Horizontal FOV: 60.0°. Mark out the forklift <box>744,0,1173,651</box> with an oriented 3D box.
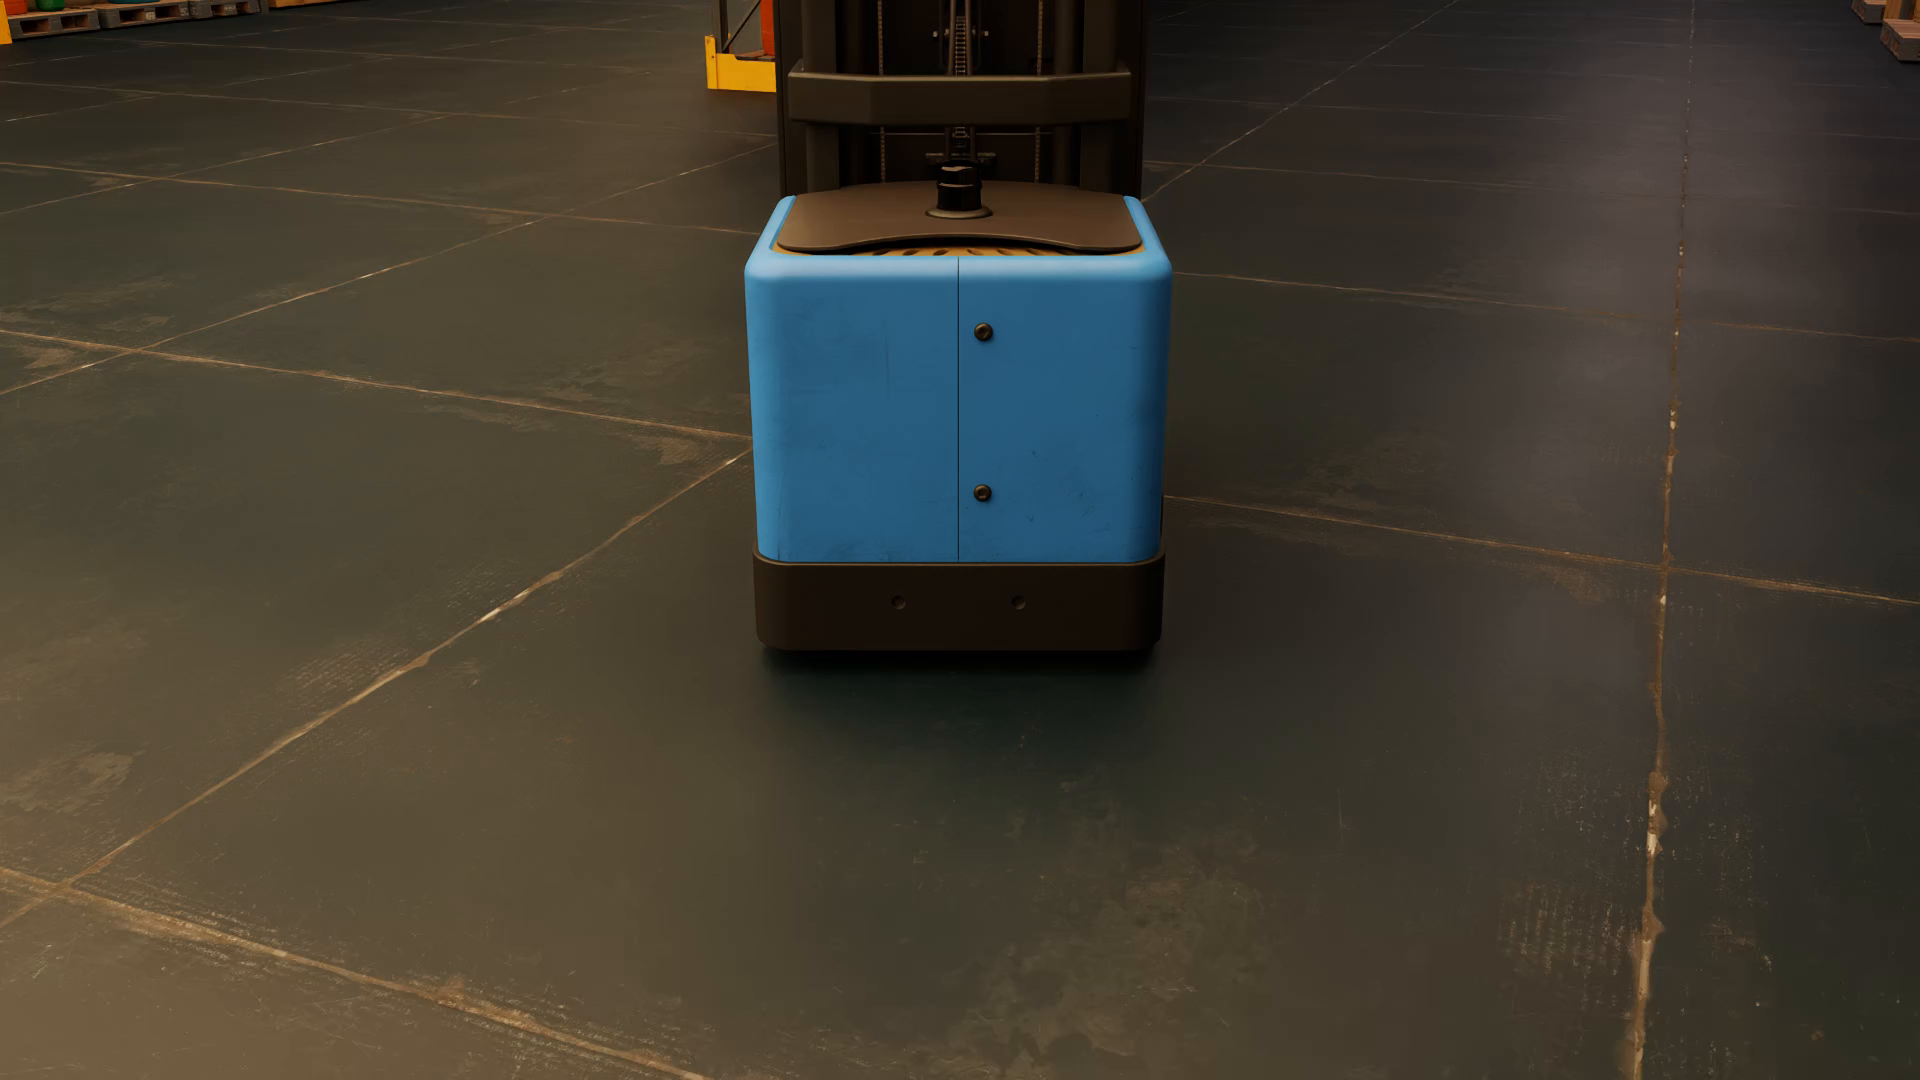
[{"bbox_3d":[0.002,-1.587,5.089,1.130,2.935,3.031,0,23,0],"label":"forklift"}]
